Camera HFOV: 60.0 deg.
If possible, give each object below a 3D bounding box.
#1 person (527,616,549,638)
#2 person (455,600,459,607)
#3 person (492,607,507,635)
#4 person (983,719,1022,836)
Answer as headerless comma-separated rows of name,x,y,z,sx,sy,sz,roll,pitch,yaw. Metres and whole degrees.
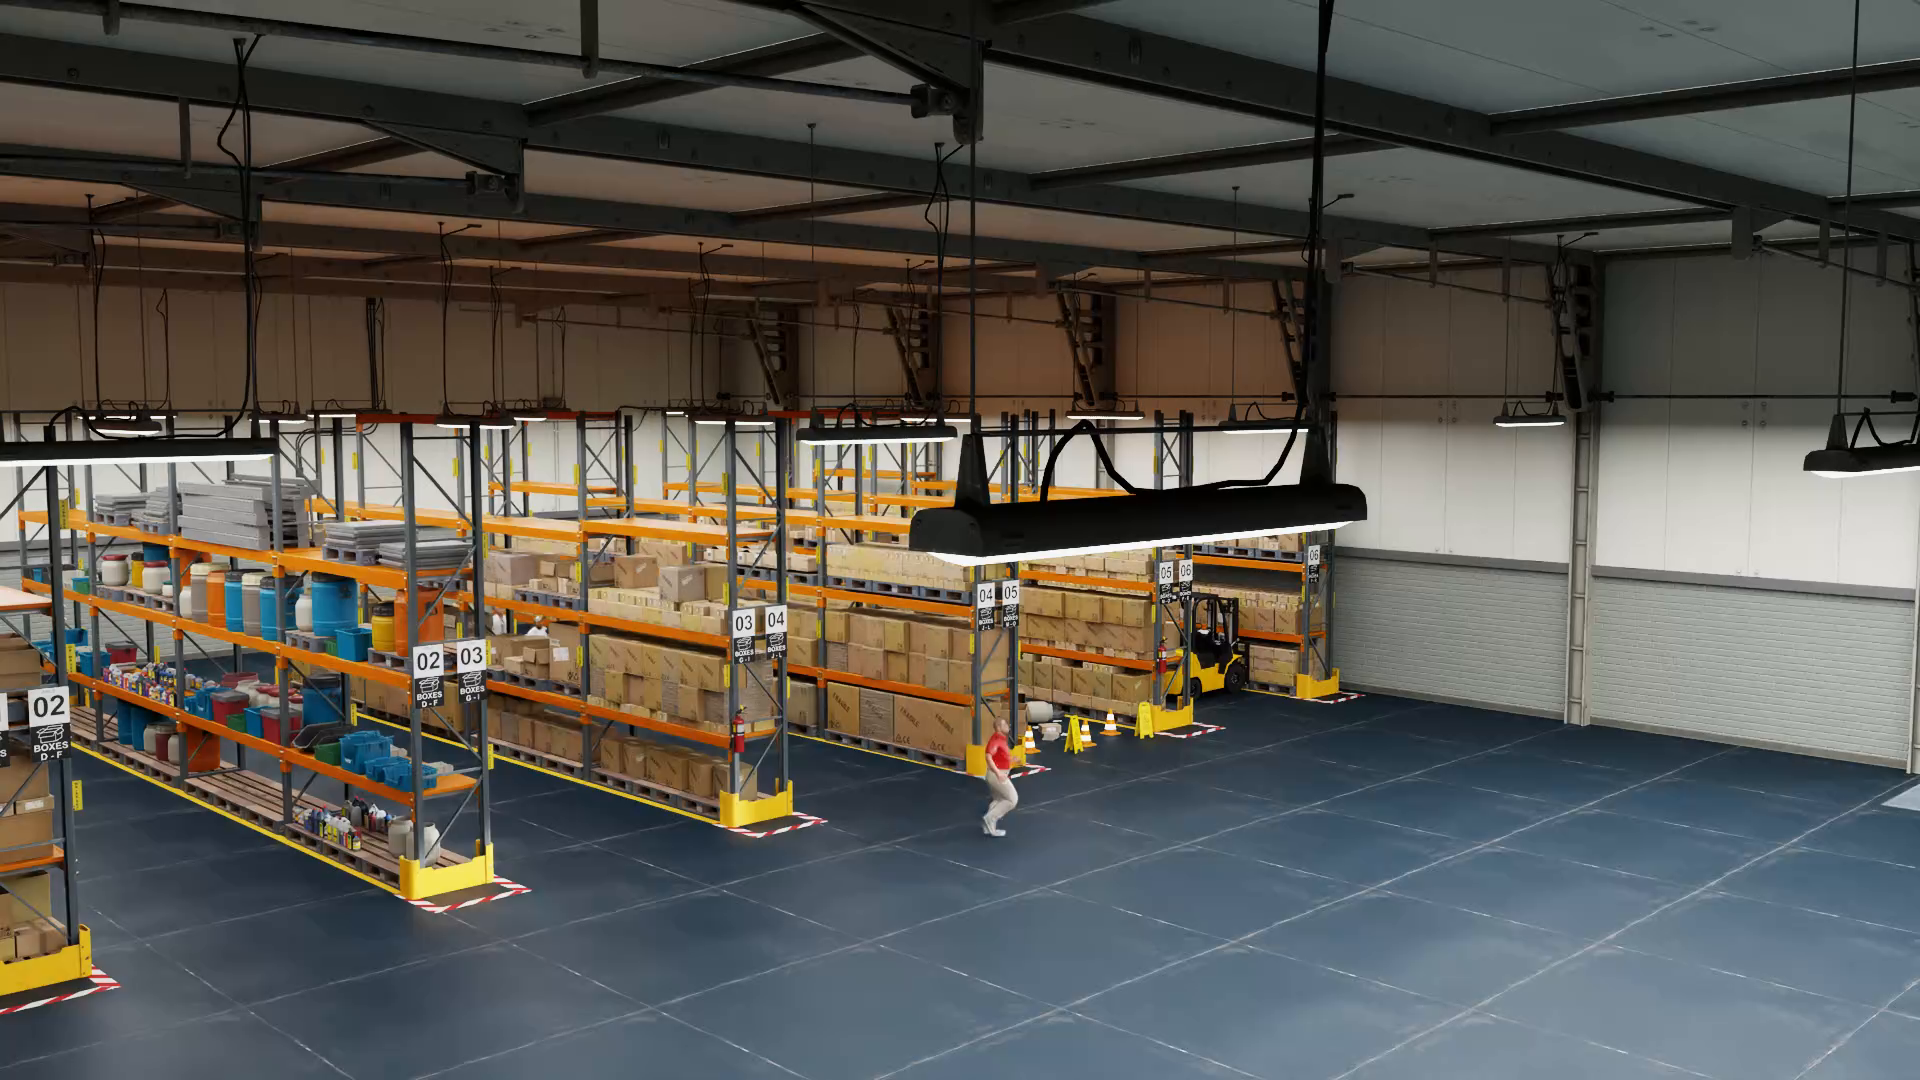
person,-8.895,2.452,35.296,0.608,1.689,0.894,-4,6,-39
person,-11.948,2.078,39.536,0.648,1.687,0.813,2,5,25
person,-10.057,2.295,36.382,0.806,1.828,0.669,4,7,42
person,0.611,3.406,23.950,0.605,1.694,0.644,-1,5,-6
